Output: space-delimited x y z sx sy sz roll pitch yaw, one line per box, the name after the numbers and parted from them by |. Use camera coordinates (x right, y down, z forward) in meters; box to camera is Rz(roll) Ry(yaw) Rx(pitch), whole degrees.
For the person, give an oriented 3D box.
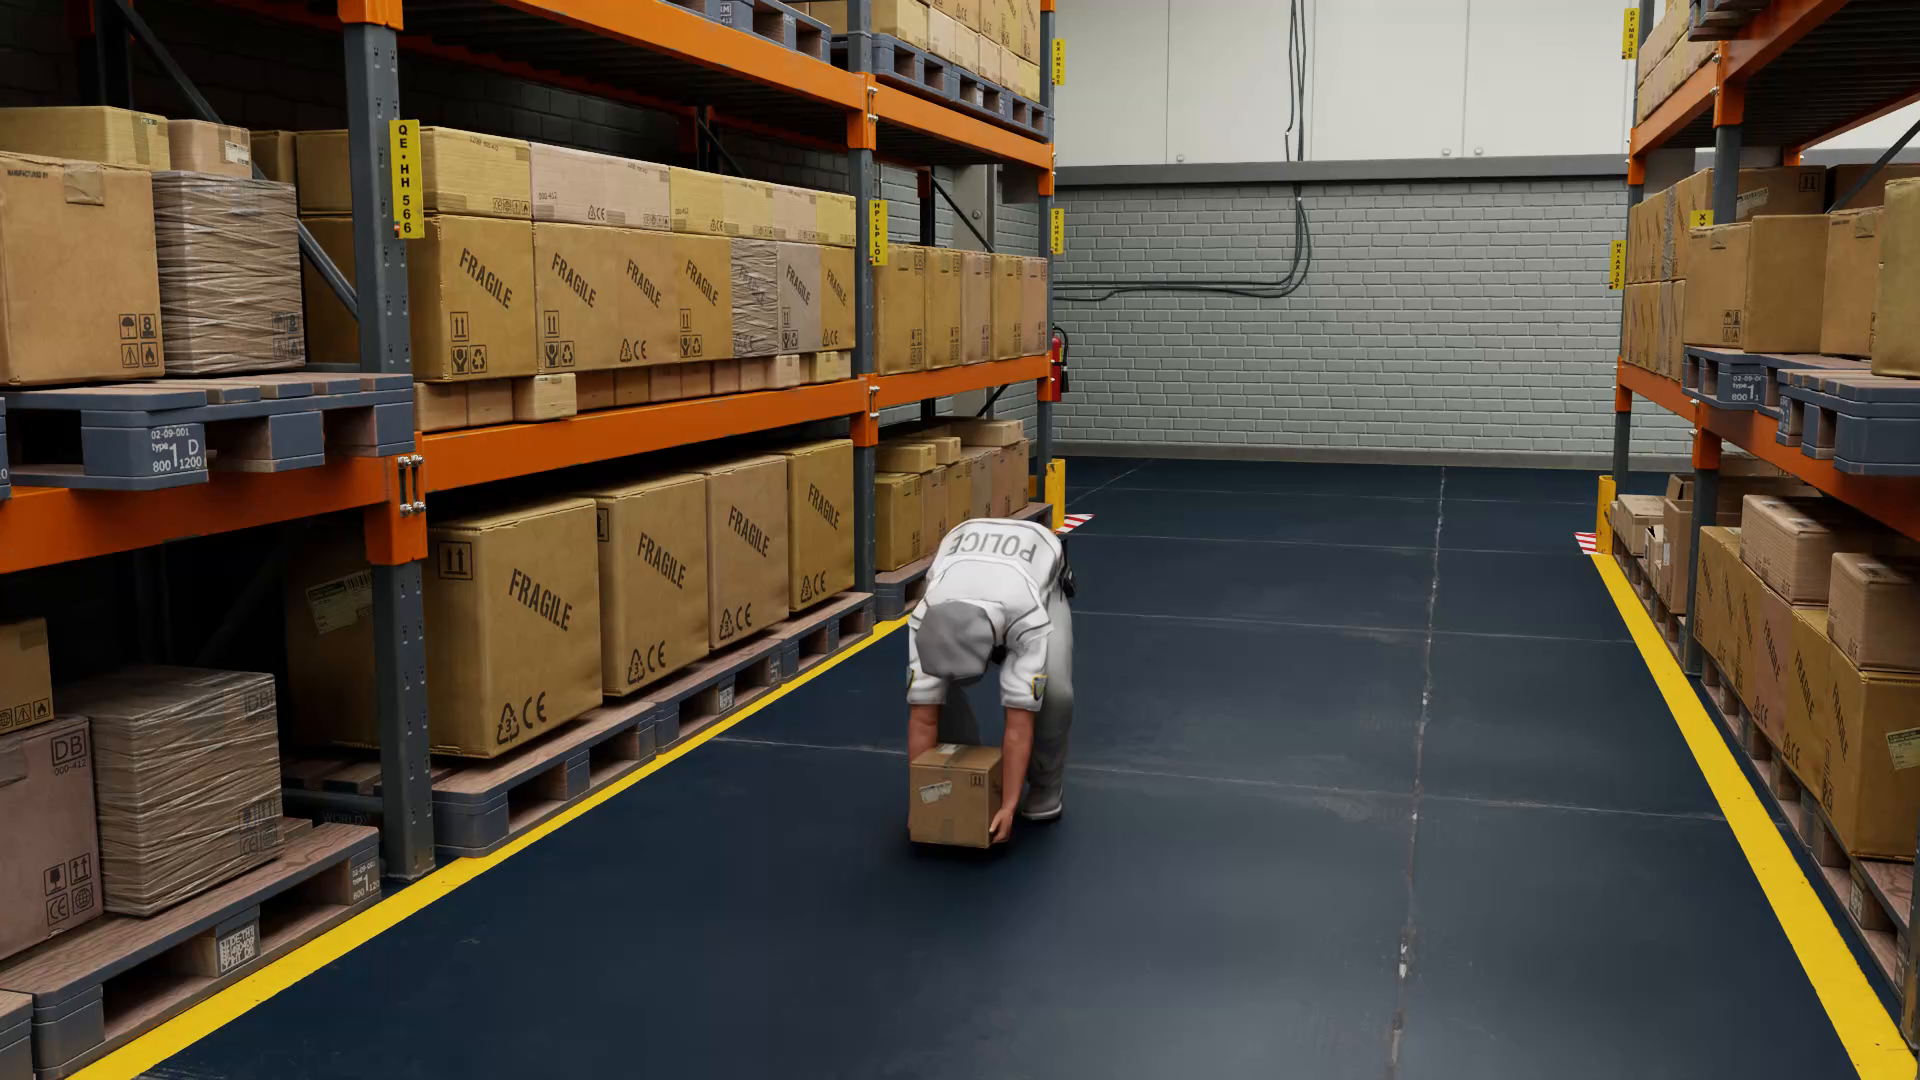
0.166 0.033 5.578 0.580 1.747 0.442 2 9 14 | person
